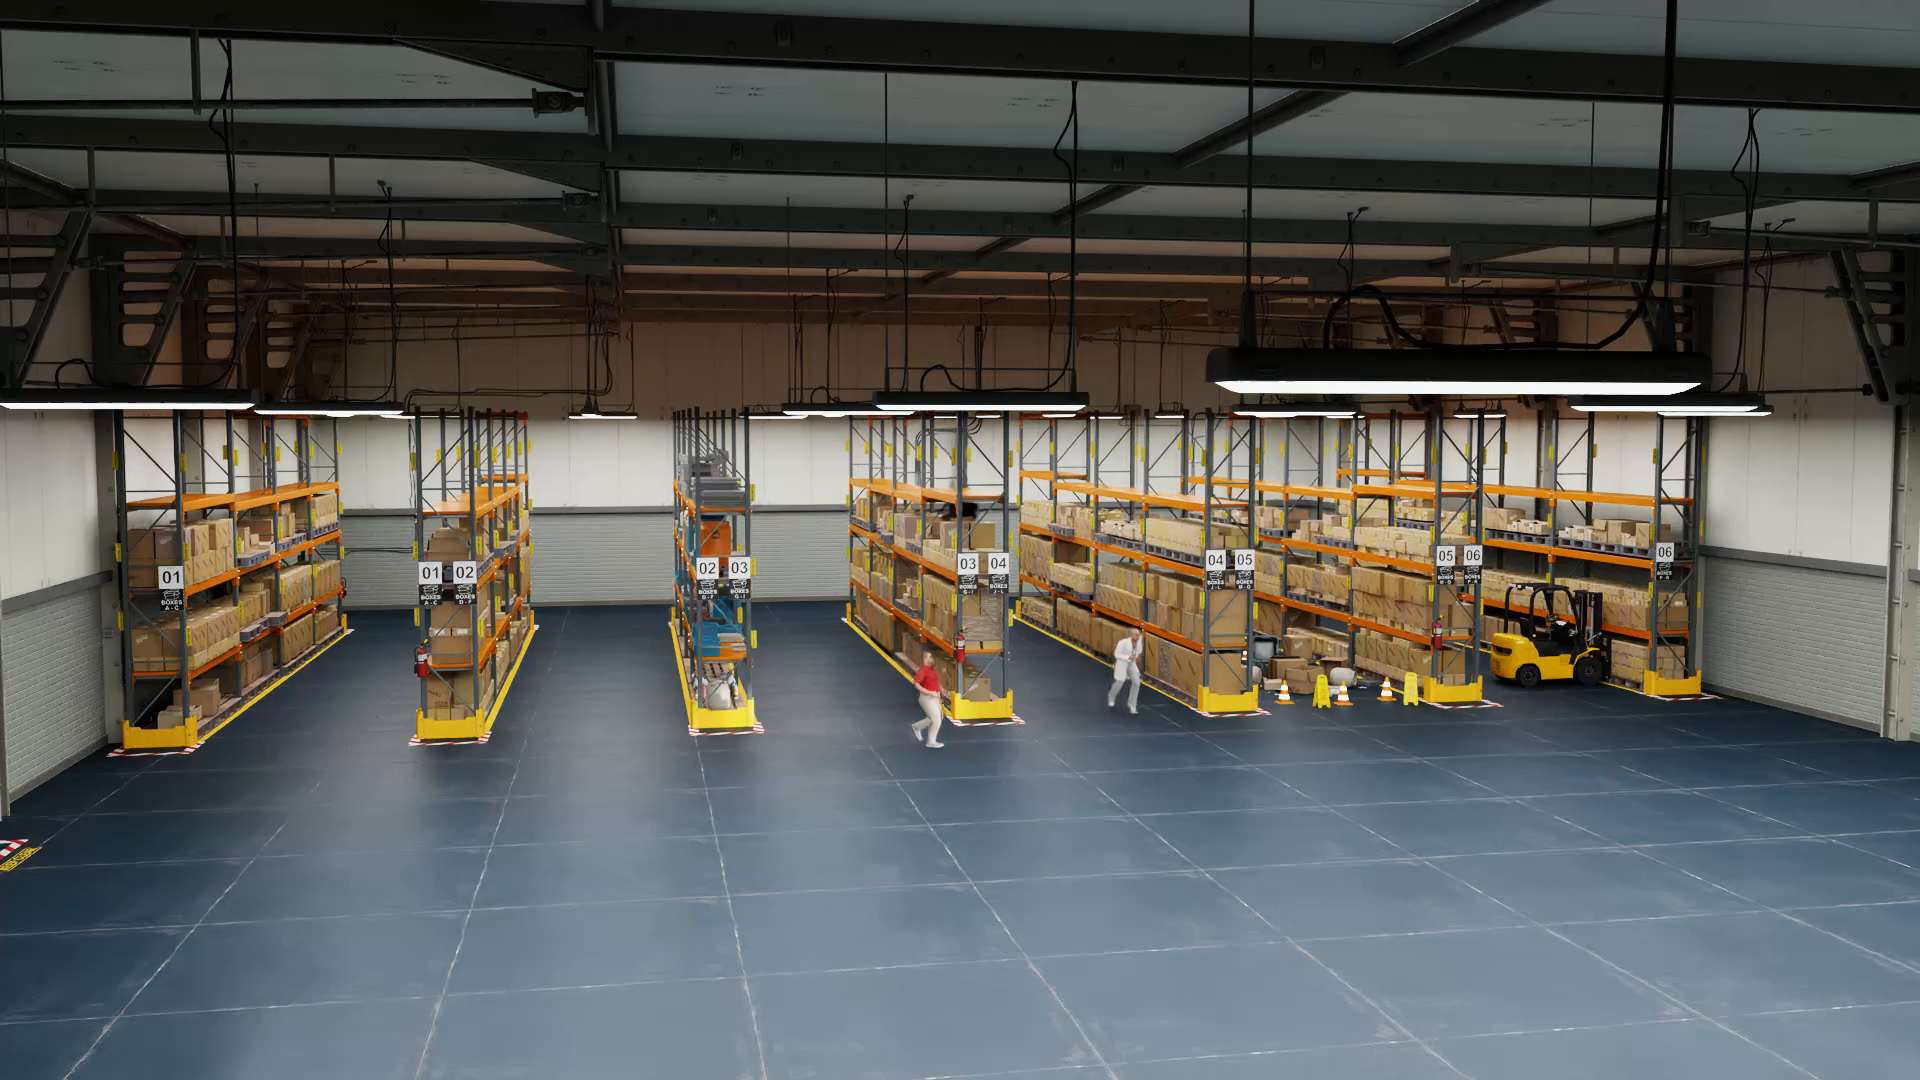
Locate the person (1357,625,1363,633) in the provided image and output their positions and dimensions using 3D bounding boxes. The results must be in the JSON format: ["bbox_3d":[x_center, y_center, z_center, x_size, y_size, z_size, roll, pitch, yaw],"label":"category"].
[{"bbox_3d":[10.264,1.945,41.725,0.563,1.666,0.928,-1,4,-12],"label":"person"}]

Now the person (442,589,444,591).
[{"bbox_3d":[-13.230,1.818,43.326,0.628,1.705,0.745,-1,4,-14],"label":"person"}]

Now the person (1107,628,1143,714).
[{"bbox_3d":[3.267,2.573,32.921,0.753,1.740,1.071,-2,5,-29],"label":"person"}]

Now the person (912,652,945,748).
[{"bbox_3d":[-0.577,2.801,29.274,0.622,1.675,0.664,1,4,19],"label":"person"}]
